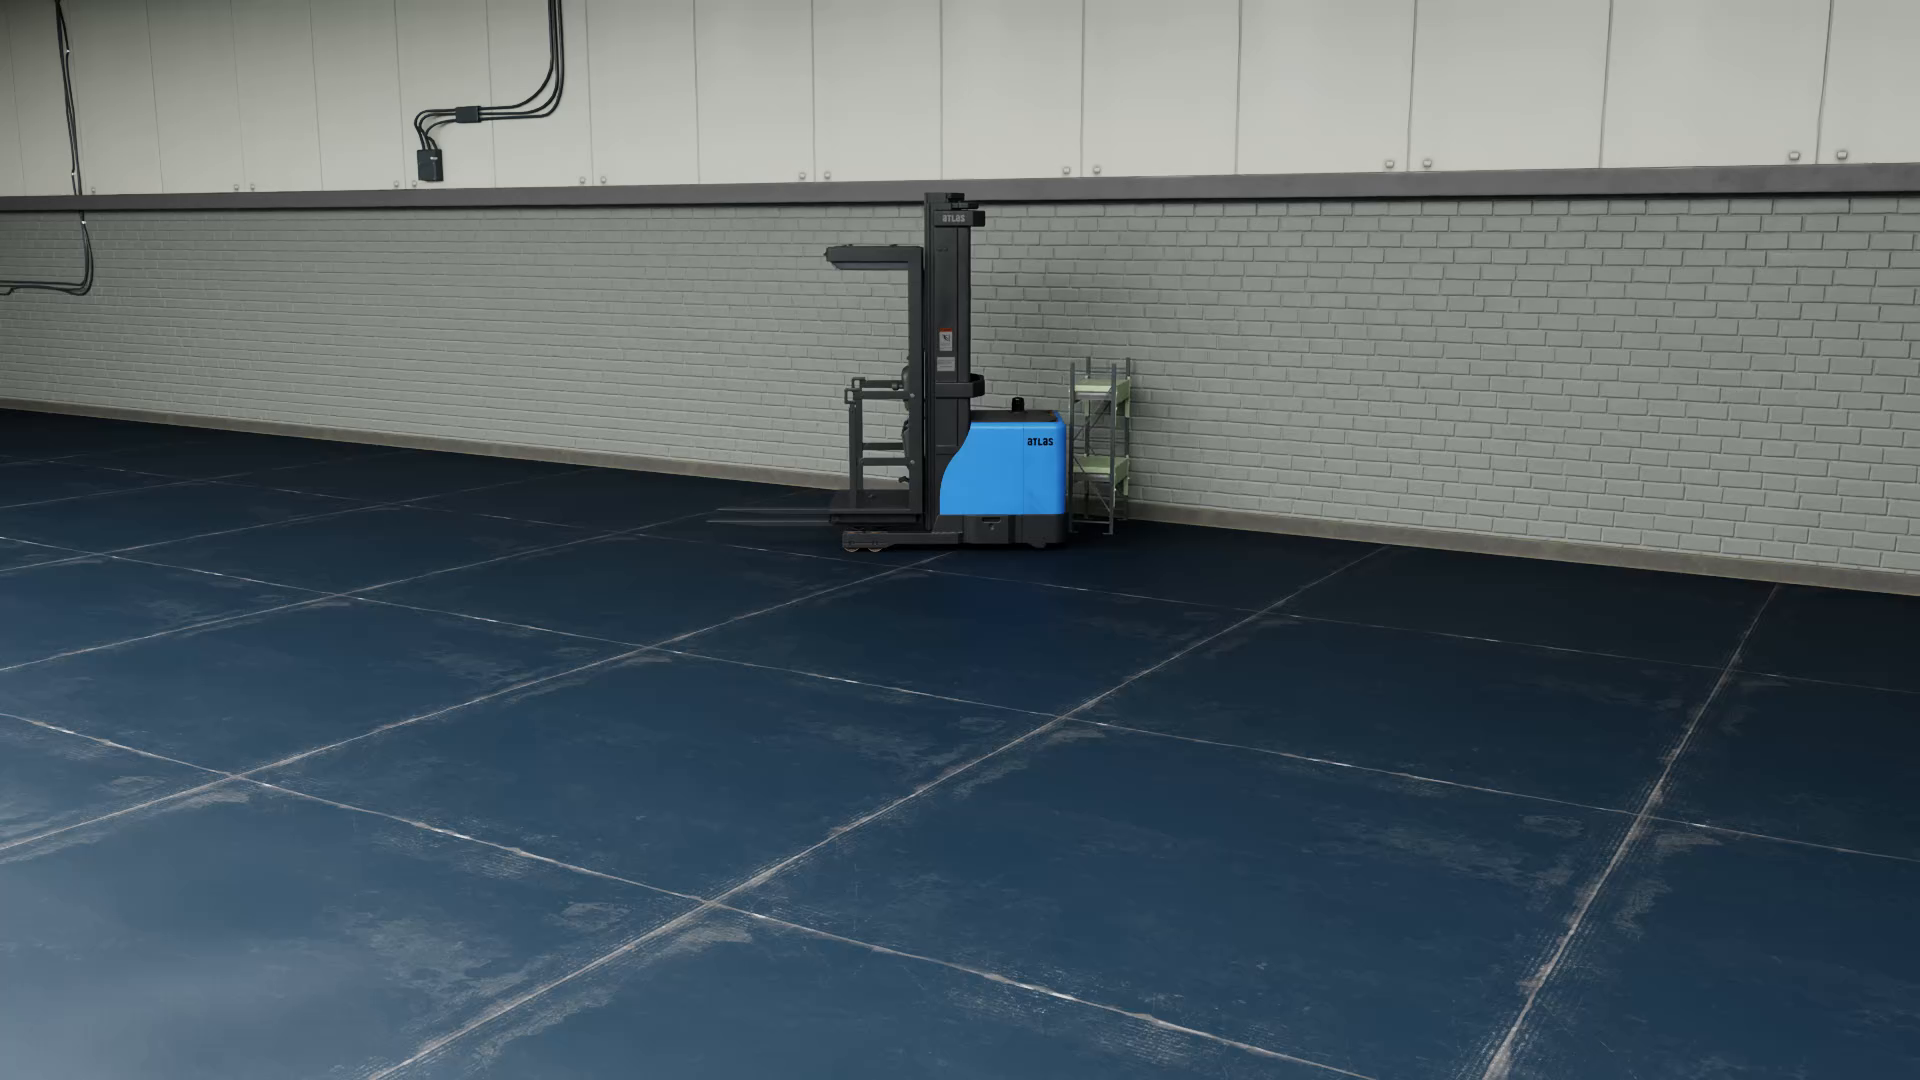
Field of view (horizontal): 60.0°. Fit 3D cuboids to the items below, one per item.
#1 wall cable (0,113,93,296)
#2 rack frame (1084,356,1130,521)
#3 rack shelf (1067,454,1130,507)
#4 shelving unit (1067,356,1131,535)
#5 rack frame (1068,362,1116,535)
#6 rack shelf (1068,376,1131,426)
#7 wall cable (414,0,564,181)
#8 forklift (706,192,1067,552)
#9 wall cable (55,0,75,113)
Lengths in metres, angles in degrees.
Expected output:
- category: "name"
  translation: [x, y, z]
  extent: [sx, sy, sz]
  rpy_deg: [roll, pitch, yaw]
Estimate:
- category: "wall cable"
  translation: [-13.443, -4.766, 23.813]
  extent: [3.097, 2.526, 0.112]
  rpy_deg: [6, 12, 31]
- category: "rack frame"
  translation: [1.347, -0.927, 15.242]
  extent: [0.400, 1.500, 0.023]
  rpy_deg: [3, 11, 15]
- category: "rack shelf"
  translation: [1.250, -0.541, 14.955]
  extent: [0.431, 0.370, 0.720]
  rpy_deg: [3, 11, 15]
- category: "shelving unit"
  translation: [1.250, -0.862, 14.895]
  extent: [0.431, 1.500, 0.755]
  rpy_deg: [3, 11, 15]
- category: "rack frame"
  translation: [1.154, -0.797, 14.548]
  extent: [0.400, 1.500, 0.023]
  rpy_deg: [3, 11, 15]
- category: "rack shelf"
  translation: [1.250, -1.245, 14.823]
  extent: [0.431, 0.370, 0.720]
  rpy_deg: [3, 11, 15]
- category: "wall cable"
  translation: [-5.338, -7.055, 18.356]
  extent: [2.305, 6.003, 0.169]
  rpy_deg: [6, 12, 31]
- category: "forklift"
  translation: [-0.623, -1.440, 14.096]
  extent: [3.031, 2.935, 1.130]
  rpy_deg: [0, 11, 0]
- category: "wall cable"
  translation: [-11.131, -6.990, 21.967]
  extent: [3.097, 2.526, 0.112]
  rpy_deg: [6, 12, 31]
